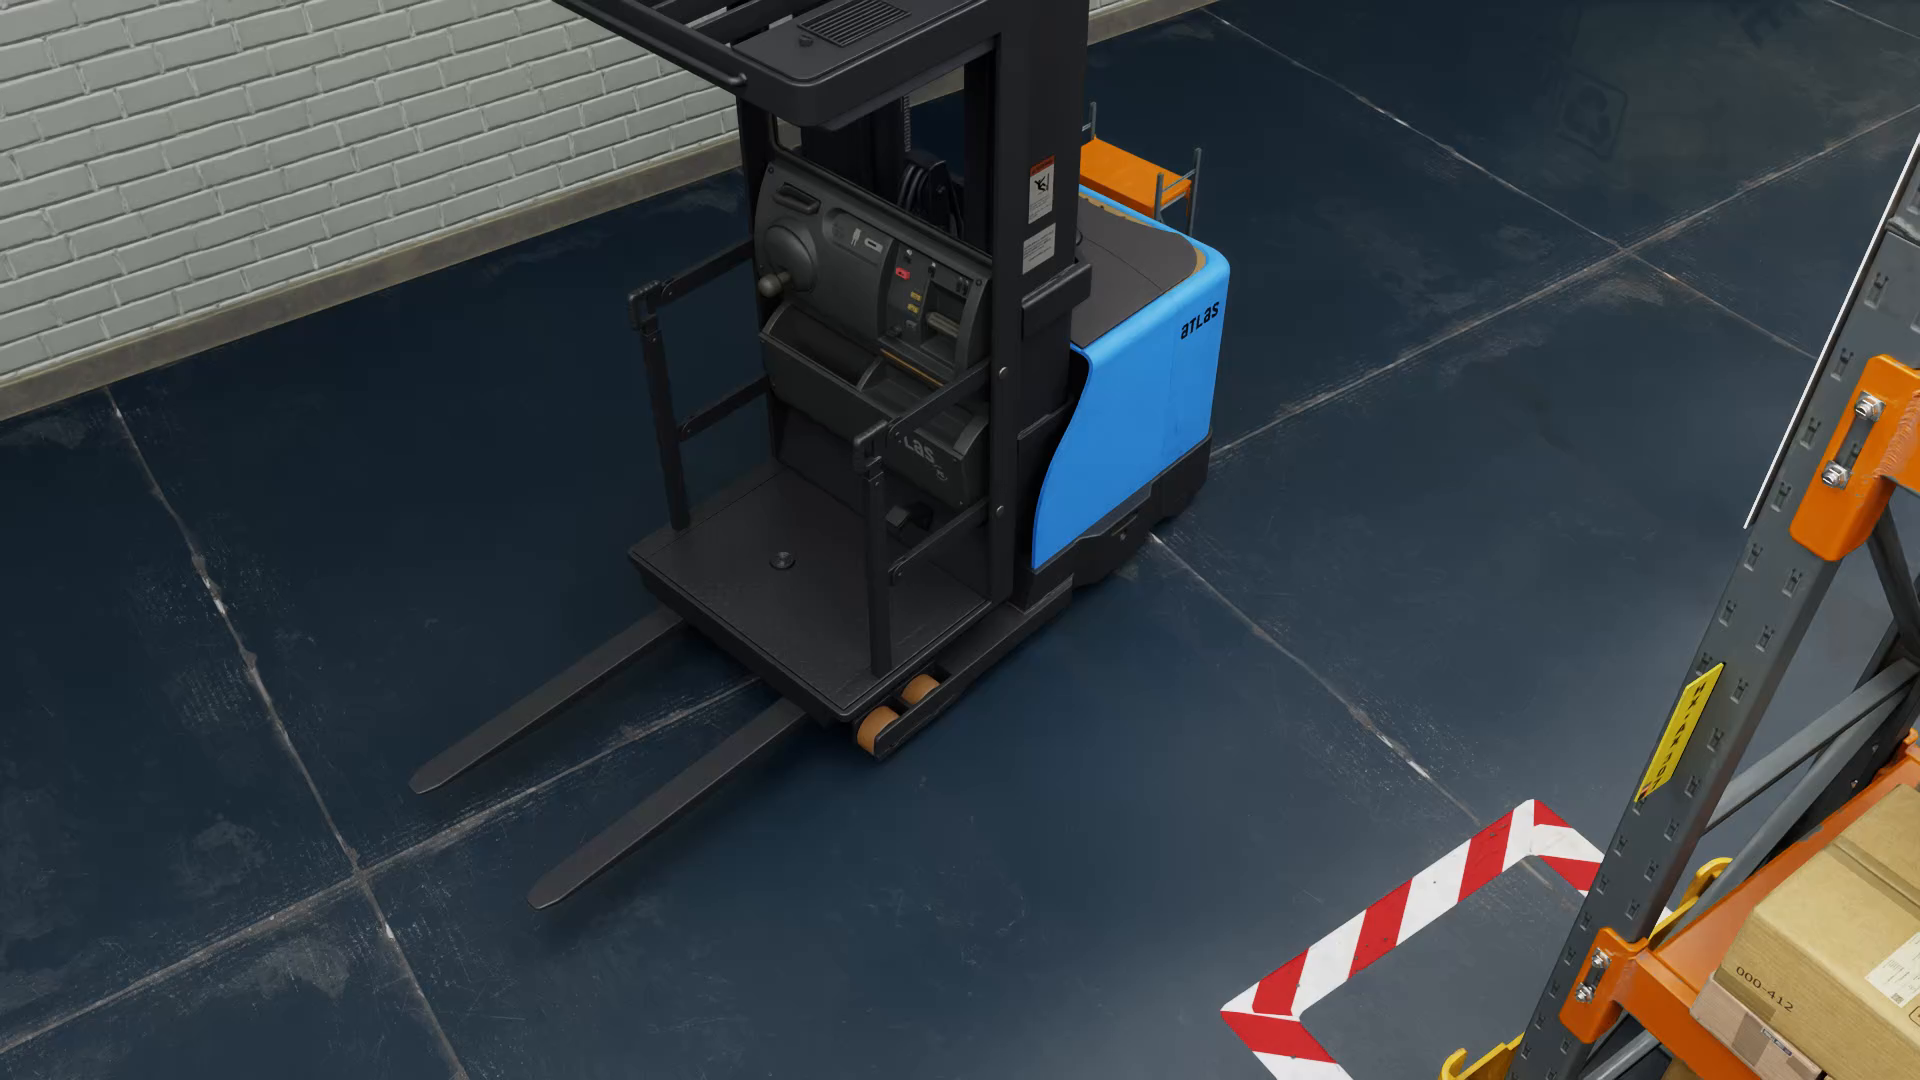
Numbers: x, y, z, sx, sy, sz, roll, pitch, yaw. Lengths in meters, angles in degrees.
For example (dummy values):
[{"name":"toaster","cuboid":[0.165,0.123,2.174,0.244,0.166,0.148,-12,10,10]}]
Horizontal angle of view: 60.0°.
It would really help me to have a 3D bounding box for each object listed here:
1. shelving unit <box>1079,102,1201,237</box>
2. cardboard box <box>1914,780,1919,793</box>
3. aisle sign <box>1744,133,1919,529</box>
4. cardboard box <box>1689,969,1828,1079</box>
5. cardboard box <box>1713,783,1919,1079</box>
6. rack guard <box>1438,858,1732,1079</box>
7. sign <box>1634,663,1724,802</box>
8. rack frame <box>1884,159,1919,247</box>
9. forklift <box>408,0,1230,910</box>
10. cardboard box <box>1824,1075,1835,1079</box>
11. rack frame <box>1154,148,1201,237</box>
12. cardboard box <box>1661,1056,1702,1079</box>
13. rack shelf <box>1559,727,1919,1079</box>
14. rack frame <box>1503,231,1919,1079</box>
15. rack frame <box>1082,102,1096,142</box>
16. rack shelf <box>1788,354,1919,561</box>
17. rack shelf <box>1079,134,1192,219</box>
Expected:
[{"name":"shelving unit","cuboid":[0.603,-1.030,6.460,0.503,1.200,0.258,33,52,29]},{"name":"cardboard box","cuboid":[2.258,0.596,3.346,0.500,0.250,0.500,-26,50,-25]},{"name":"aisle sign","cuboid":[1.476,-0.383,2.596,0.394,0.787,0.004,-26,49,-24]},{"name":"cardboard box","cuboid":[1.696,0.902,3.314,0.380,0.149,0.250,-25,49,-24]},{"name":"cardboard box","cuboid":[1.816,0.805,3.127,0.500,0.250,0.500,-27,50,-25]},{"name":"rack guard","cuboid":[1.750,1.371,4.452,1.175,0.500,0.348,-26,49,-24]},{"name":"sign","cuboid":[1.305,0.354,3.022,0.100,0.325,0.005,-26,49,-24]},{"name":"rack frame","cuboid":[1.763,-1.690,1.503,1.000,3.000,0.127,-26,49,-24]},{"name":"forklift","cuboid":[-0.427,-0.747,4.910,1.130,2.935,3.031,33,53,30]},{"name":"cardboard box","cuboid":[1.844,1.047,3.163,0.380,0.149,0.250,-26,50,-25]},{"name":"rack frame","cuboid":[0.783,-0.915,6.340,0.015,1.200,0.240,33,52,29]},{"name":"cardboard box","cuboid":[2.195,1.428,3.817,0.875,0.875,0.875,-26,49,-24]},{"name":"rack shelf","cuboid":[2.907,1.873,2.637,1.077,0.370,4.000,-26,49,-24]},{"name":"rack frame","cuboid":[1.763,0.480,3.575,1.000,3.000,0.127,-26,49,-24]},{"name":"rack frame","cuboid":[0.424,-1.144,6.580,0.015,1.200,0.240,33,52,29]},{"name":"rack shelf","cuboid":[2.907,0.788,1.601,1.077,0.370,4.000,-26,49,-24]},{"name":"rack shelf","cuboid":[0.603,-1.314,6.188,0.480,0.148,0.258,33,52,29]}]
